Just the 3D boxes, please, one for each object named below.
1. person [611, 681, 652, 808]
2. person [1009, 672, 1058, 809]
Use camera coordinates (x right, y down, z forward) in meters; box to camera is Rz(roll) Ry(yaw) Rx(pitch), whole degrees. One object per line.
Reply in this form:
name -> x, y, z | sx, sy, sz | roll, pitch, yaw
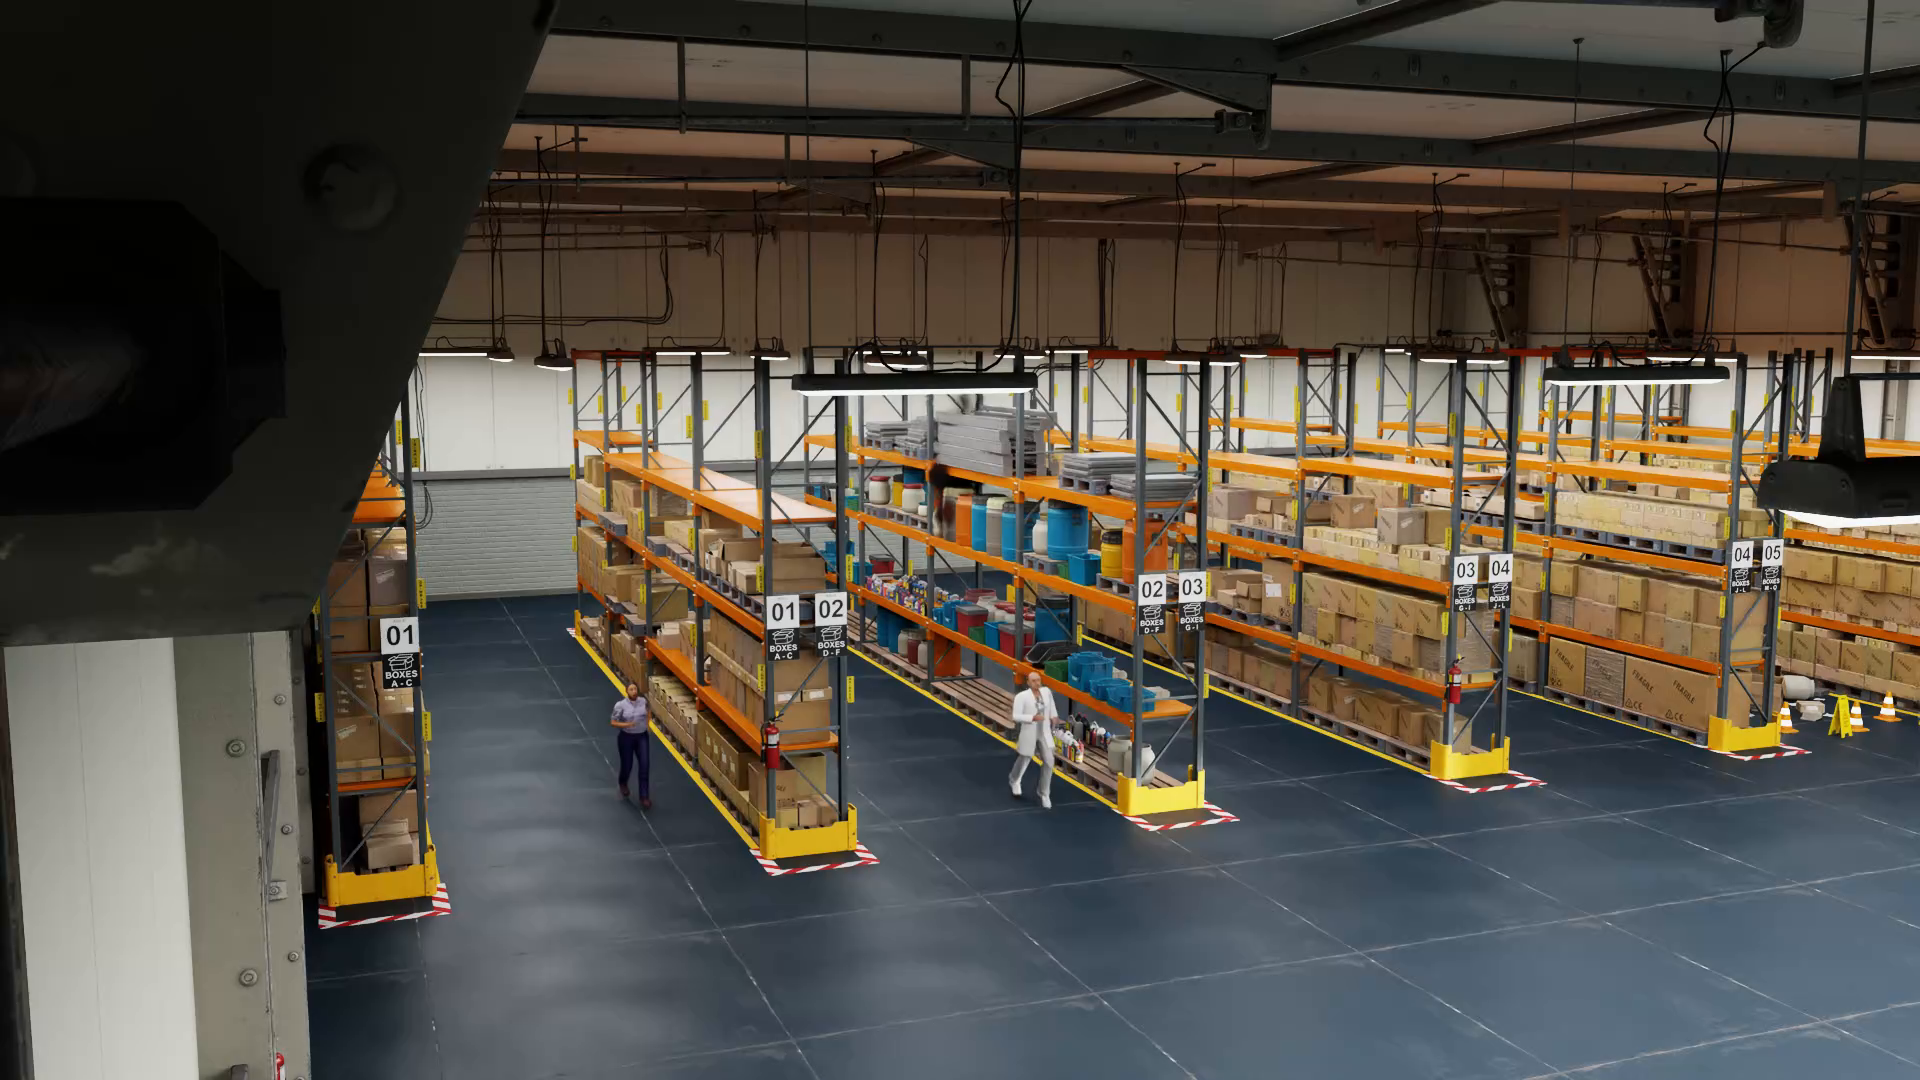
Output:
person -> -4.394, 2.713, 22.394 | 0.608, 1.647, 0.861 | -4, 8, -26
person -> 1.000, 2.669, 22.467 | 0.727, 1.837, 0.984 | -3, 8, -19
